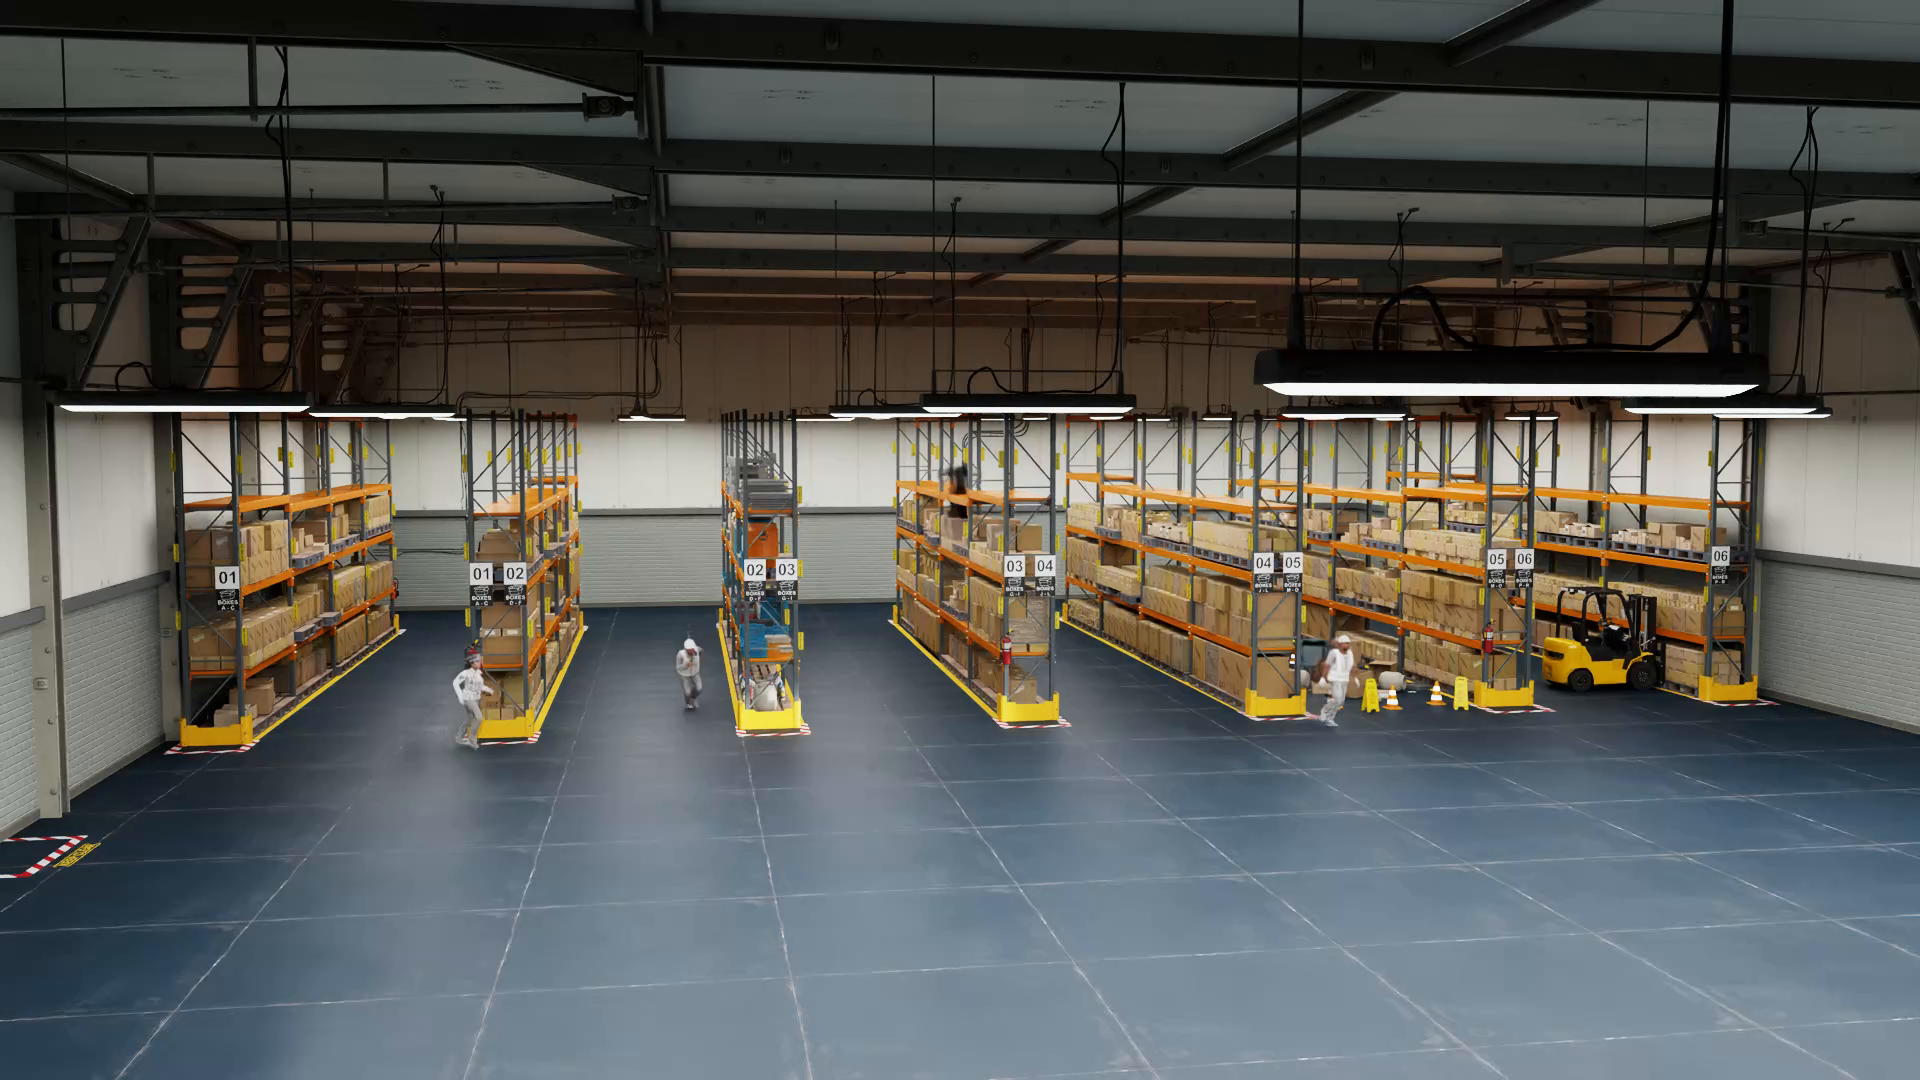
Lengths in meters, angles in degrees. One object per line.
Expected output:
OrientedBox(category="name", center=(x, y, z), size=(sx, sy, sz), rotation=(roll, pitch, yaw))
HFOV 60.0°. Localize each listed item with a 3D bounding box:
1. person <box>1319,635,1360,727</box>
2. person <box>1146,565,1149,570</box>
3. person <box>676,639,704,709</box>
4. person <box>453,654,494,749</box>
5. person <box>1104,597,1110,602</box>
OrientedBox(category="person", center=(7.140, 2.658, 31.352), size=(0.677, 1.752, 0.586), rotation=(-3, 5, -34))
OrientedBox(category="person", center=(5.448, 1.574, 47.350), size=(0.670, 1.712, 0.567), rotation=(-1, 4, -12))
OrientedBox(category="person", center=(-5.370, 2.660, 33.075), size=(0.623, 1.486, 0.994), rotation=(-2, 4, -22))
OrientedBox(category="person", center=(-8.625, 2.858, 29.379), size=(0.787, 1.710, 0.552), rotation=(1, 4, 18))
OrientedBox(category="person", center=(4.331, 1.368, 50.425), size=(0.903, 1.653, 0.729), rotation=(-3, 5, -35))
